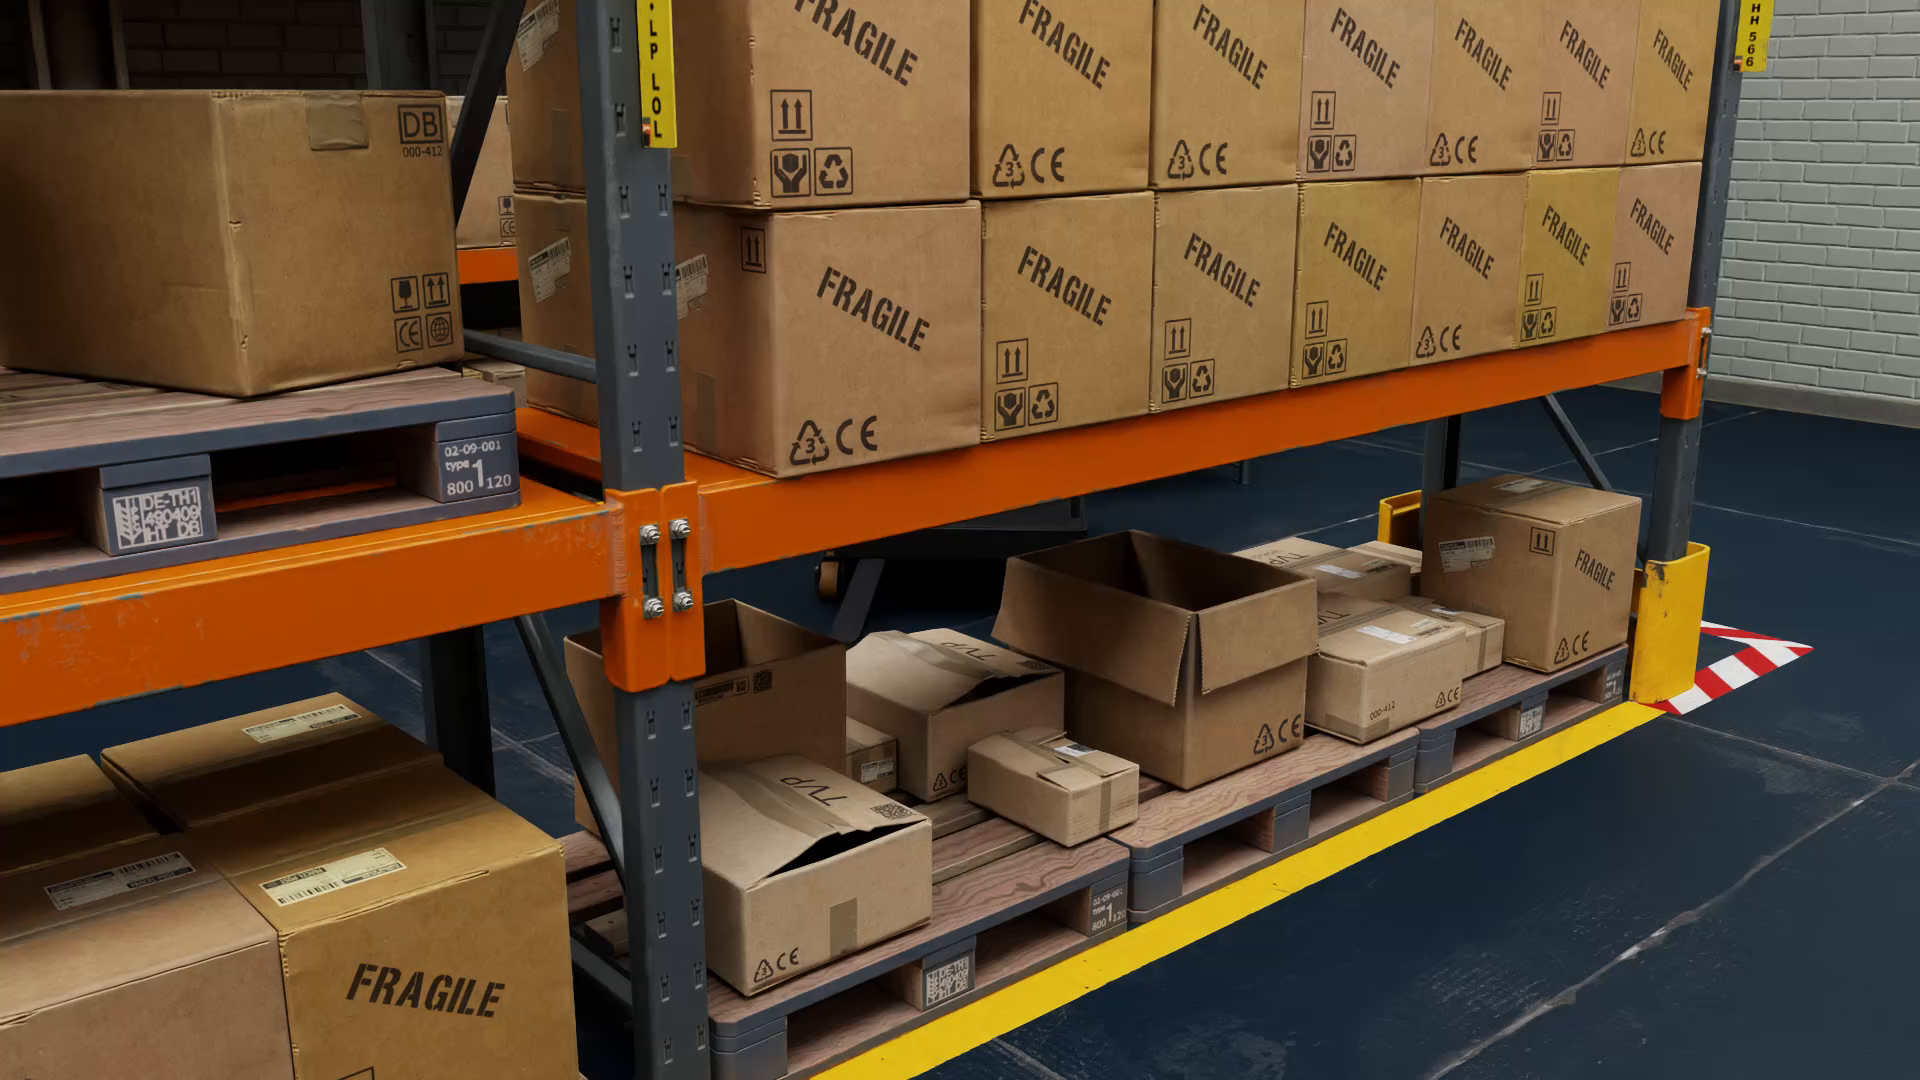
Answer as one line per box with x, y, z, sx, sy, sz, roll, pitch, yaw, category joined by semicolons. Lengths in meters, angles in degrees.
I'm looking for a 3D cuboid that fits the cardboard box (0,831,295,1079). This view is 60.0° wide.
-1.431;0.855;2.729;0.500;0.500;0.500;-13;19;-39;cardboard box

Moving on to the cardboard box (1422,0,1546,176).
1.225;-1.267;4.551;0.500;0.500;0.500;-12;19;-38;cardboard box

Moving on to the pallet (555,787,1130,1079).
-0.350;0.869;4.087;1.213;0.211;1.003;-13;19;-39;pallet

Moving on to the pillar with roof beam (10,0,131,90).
-1.337;-3.673;4.063;0.400;9.000;9.100;-13;19;-39;pillar with roof beam

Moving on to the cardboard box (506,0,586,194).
-0.657;-1.029;3.659;0.500;0.500;0.500;-13;19;-39;cardboard box

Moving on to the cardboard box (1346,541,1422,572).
1.607;0.129;6.125;0.250;0.149;0.380;-13;19;-39;cardboard box

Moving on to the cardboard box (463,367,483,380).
-2.722;-0.598;8.208;0.500;0.500;0.700;-12;19;-38;cardboard box

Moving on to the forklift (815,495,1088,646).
-0.018;-1.238;6.707;1.130;2.935;3.031;1;15;3;forklift

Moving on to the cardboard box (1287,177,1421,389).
0.840;-0.702;4.370;0.500;0.500;0.500;-13;20;-40;cardboard box

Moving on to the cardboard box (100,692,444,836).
-1.394;0.668;3.429;0.500;0.500;0.500;-14;20;-42;cardboard box

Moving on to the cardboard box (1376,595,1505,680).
1.536;0.308;5.422;0.250;0.166;0.380;-13;19;-39;cardboard box

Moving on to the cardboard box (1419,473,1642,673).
1.900;0.096;5.570;0.500;0.500;0.500;-13;19;-39;cardboard box

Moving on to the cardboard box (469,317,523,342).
-2.367;-1.062;8.688;0.250;0.149;0.380;-12;19;-39;cardboard box

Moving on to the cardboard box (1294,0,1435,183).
0.837;-1.180;4.225;0.500;0.500;0.500;-12;19;-38;cardboard box

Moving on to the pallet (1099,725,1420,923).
0.571;0.662;4.864;1.213;0.211;1.003;-13;19;-39;pallet

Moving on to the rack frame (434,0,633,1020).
-0.871;-0.362;3.294;0.053;2.616;0.949;-13;19;-39;rack frame

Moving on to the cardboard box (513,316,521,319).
-2.176;-1.106;8.849;0.250;0.149;0.380;-12;19;-39;cardboard box

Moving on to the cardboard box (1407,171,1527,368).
1.221;-0.787;4.689;0.500;0.500;0.500;-12;19;-39;cardboard box

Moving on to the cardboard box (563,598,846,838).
-0.625;0.482;4.126;0.500;0.500;0.500;-13;19;-39;cardboard box

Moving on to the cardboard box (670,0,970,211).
-0.329;-0.918;3.244;0.500;0.500;0.500;-12;19;-38;cardboard box

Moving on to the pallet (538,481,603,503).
-2.578;-0.300;8.463;1.213;0.211;1.003;-13;19;-39;pallet

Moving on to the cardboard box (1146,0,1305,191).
0.448;-1.093;3.897;0.500;0.500;0.500;-13;20;-41;cardboard box

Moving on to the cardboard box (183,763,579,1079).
-1.053;0.773;3.036;0.500;0.500;0.500;-13;20;-40;cardboard box

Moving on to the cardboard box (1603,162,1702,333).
1.990;-0.959;5.333;0.500;0.500;0.500;-12;19;-38;cardboard box

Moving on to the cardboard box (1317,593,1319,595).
0.798;0.283;5.355;0.500;0.250;0.500;-13;19;-39;cardboard box

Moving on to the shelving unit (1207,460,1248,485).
0.957;-0.861;8.793;1.048;1.125;0.538;-5;16;-17;shelving unit

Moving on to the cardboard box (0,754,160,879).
-1.789;0.760;3.082;0.500;0.500;0.500;-12;19;-39;cardboard box

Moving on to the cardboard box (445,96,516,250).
-2.607;-1.807;8.121;0.700;0.700;0.980;-14;20;-42;cardboard box

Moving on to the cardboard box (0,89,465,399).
-1.373;-0.576;3.087;0.700;0.500;0.500;8;17;28;cardboard box

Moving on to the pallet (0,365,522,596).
-1.543;-0.155;2.890;1.213;0.211;1.003;-13;19;-39;pallet

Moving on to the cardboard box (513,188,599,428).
-0.660;-0.545;3.783;0.500;0.500;0.500;-12;19;-38;cardboard box

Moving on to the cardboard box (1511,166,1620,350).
1.601;-0.870;5.002;0.500;0.500;0.500;-12;19;-39;cardboard box

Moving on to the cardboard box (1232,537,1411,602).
1.175;0.198;5.672;0.500;0.250;0.500;-13;19;-39;cardboard box

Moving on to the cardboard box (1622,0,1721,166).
1.994;-1.442;5.204;0.500;0.500;0.500;-13;20;-40;cardboard box

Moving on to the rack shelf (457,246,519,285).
-2.615;-1.317;8.261;4.000;0.370;1.077;-13;19;-39;rack shelf

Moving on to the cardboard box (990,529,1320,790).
0.545;0.312;4.753;0.637;0.503;0.797;-13;19;-39;cardboard box

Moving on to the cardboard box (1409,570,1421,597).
1.419;0.163;5.964;0.250;0.166;0.380;-13;19;-39;cardboard box

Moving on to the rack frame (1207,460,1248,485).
1.441;-0.901;8.945;0.032;1.125;0.500;-5;16;-17;rack frame

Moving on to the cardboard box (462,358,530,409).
-2.325;-0.690;8.551;0.500;0.500;0.700;-13;20;-41;cardboard box

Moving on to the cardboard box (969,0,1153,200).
0.060;-1.006;3.571;0.500;0.500;0.500;-13;20;-41;cardboard box

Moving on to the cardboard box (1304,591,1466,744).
1.164;0.372;5.022;0.500;0.250;0.500;-13;19;-39;cardboard box

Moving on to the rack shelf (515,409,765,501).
0.640;-0.447;4.628;3.809;0.124;0.919;-13;19;-39;rack shelf

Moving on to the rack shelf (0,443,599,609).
-2.377;0.196;2.082;3.809;0.052;0.919;-13;19;-39;rack shelf

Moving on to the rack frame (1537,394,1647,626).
2.147;-1.040;5.831;0.053;2.616;0.949;-13;19;-39;rack frame
